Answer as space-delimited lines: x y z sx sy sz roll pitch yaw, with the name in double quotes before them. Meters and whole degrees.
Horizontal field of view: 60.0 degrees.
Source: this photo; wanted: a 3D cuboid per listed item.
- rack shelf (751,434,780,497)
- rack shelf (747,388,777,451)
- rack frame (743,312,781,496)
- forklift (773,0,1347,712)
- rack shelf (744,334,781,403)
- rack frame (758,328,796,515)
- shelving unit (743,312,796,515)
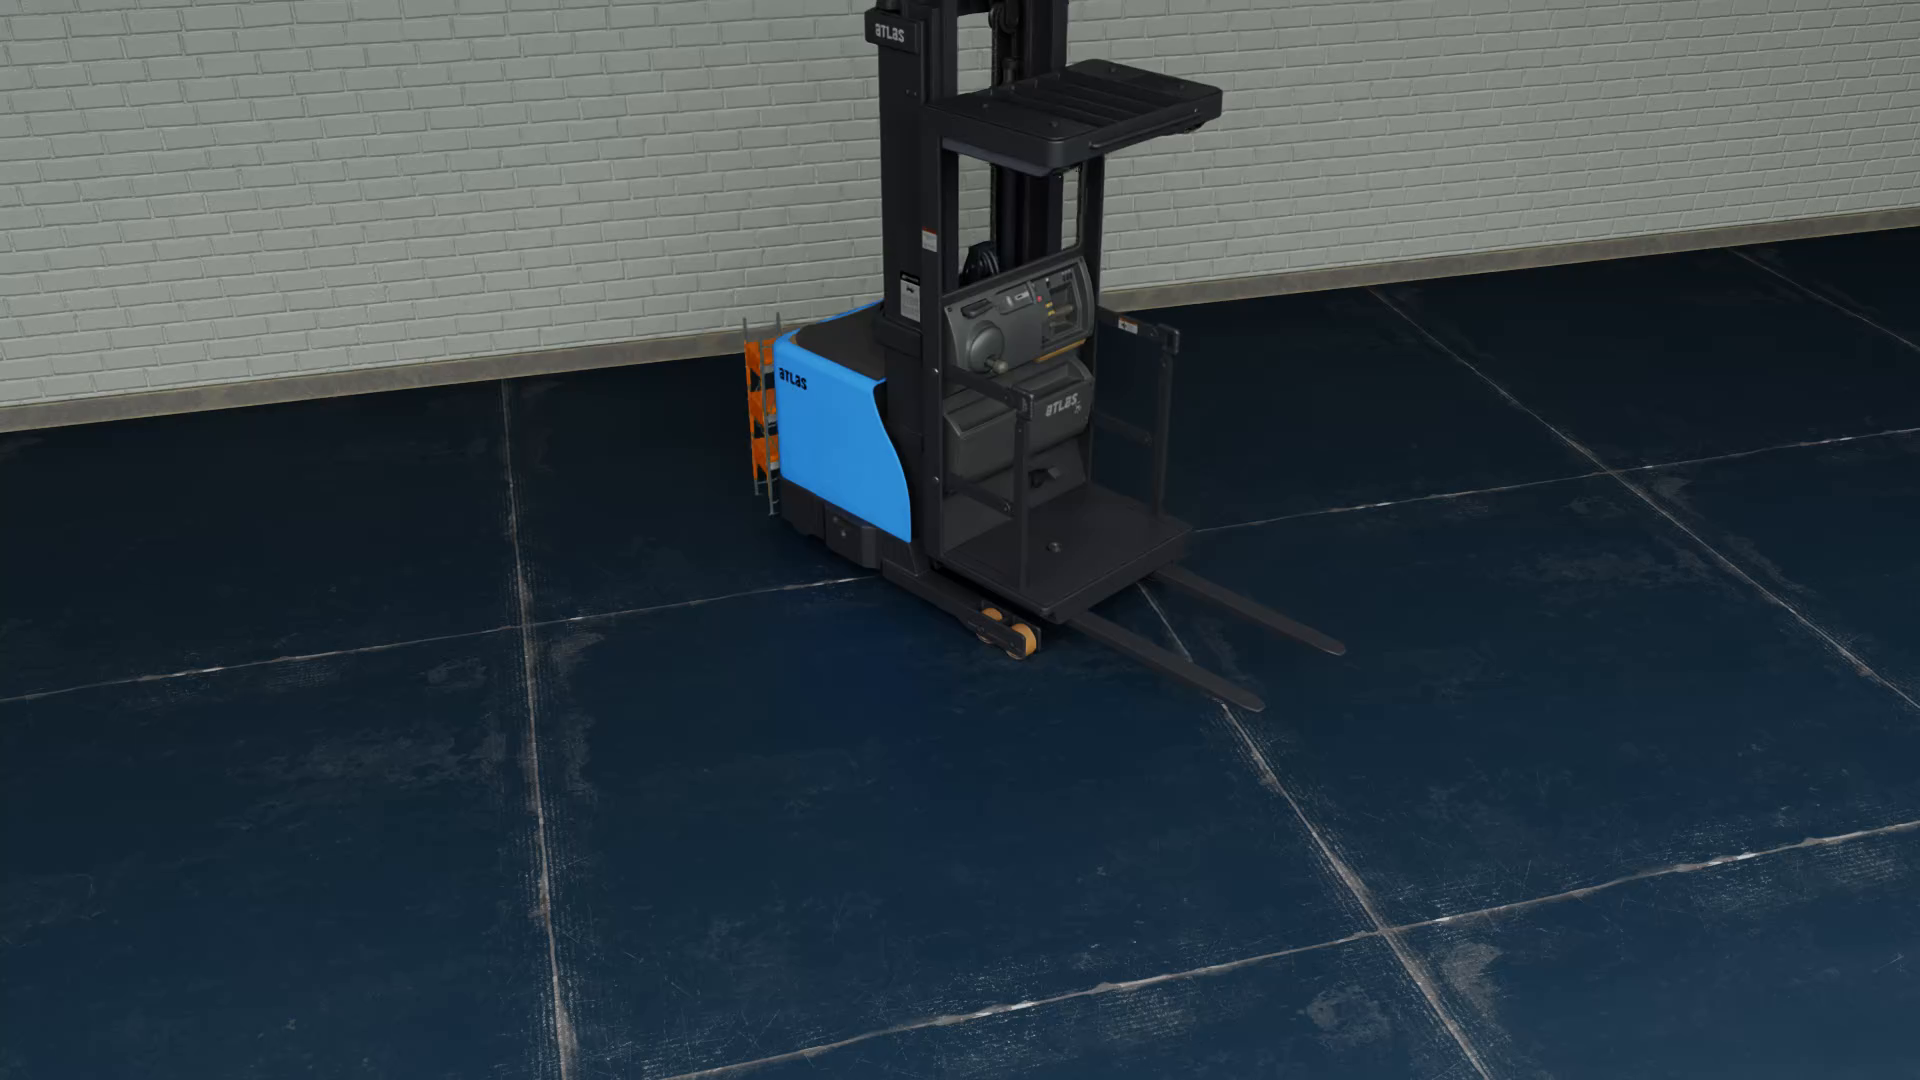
"rack shelf" -0.987 -0.417 8.998 0.215 0.259 0.240 -13 33 -22
"rack shelf" -0.987 -0.657 8.859 0.215 0.259 0.240 -13 33 -22
"rack frame" -1.039 -0.722 8.949 0.200 1.050 0.008 -13 33 -22
"forklift" 0.434 -1.003 7.557 1.130 2.935 3.031 -26 39 -38
"rack shelf" -0.987 -0.903 8.717 0.215 0.259 0.240 -13 33 -22
"rack frame" -0.934 -0.611 8.758 0.200 1.050 0.008 -13 33 -22
"shelving unit" -0.987 -0.666 8.853 0.215 1.050 0.252 -13 33 -22
